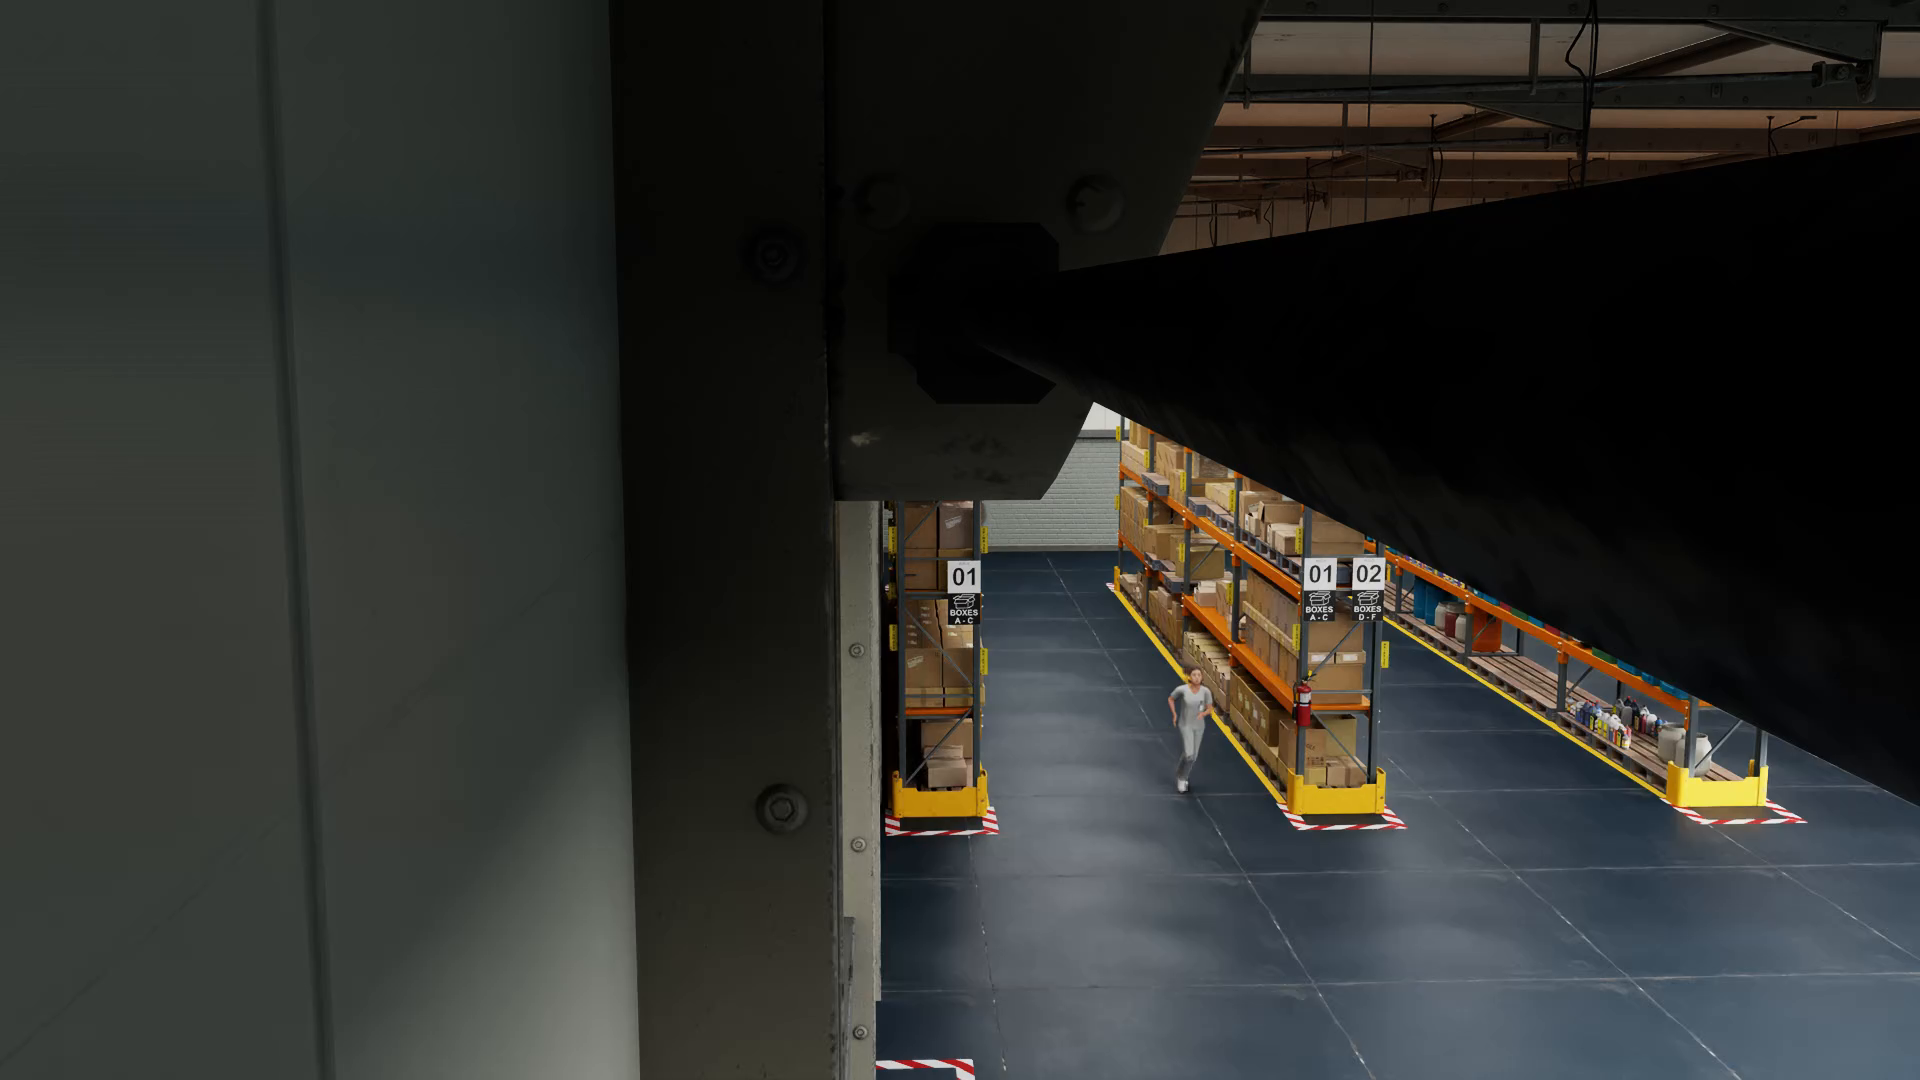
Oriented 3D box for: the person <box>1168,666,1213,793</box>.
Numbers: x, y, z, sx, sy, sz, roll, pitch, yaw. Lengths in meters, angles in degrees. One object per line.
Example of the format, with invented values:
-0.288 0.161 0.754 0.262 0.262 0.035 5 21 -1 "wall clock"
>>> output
2.995 2.440 21.504 0.528 1.640 0.649 -1 8 -10 "person"
